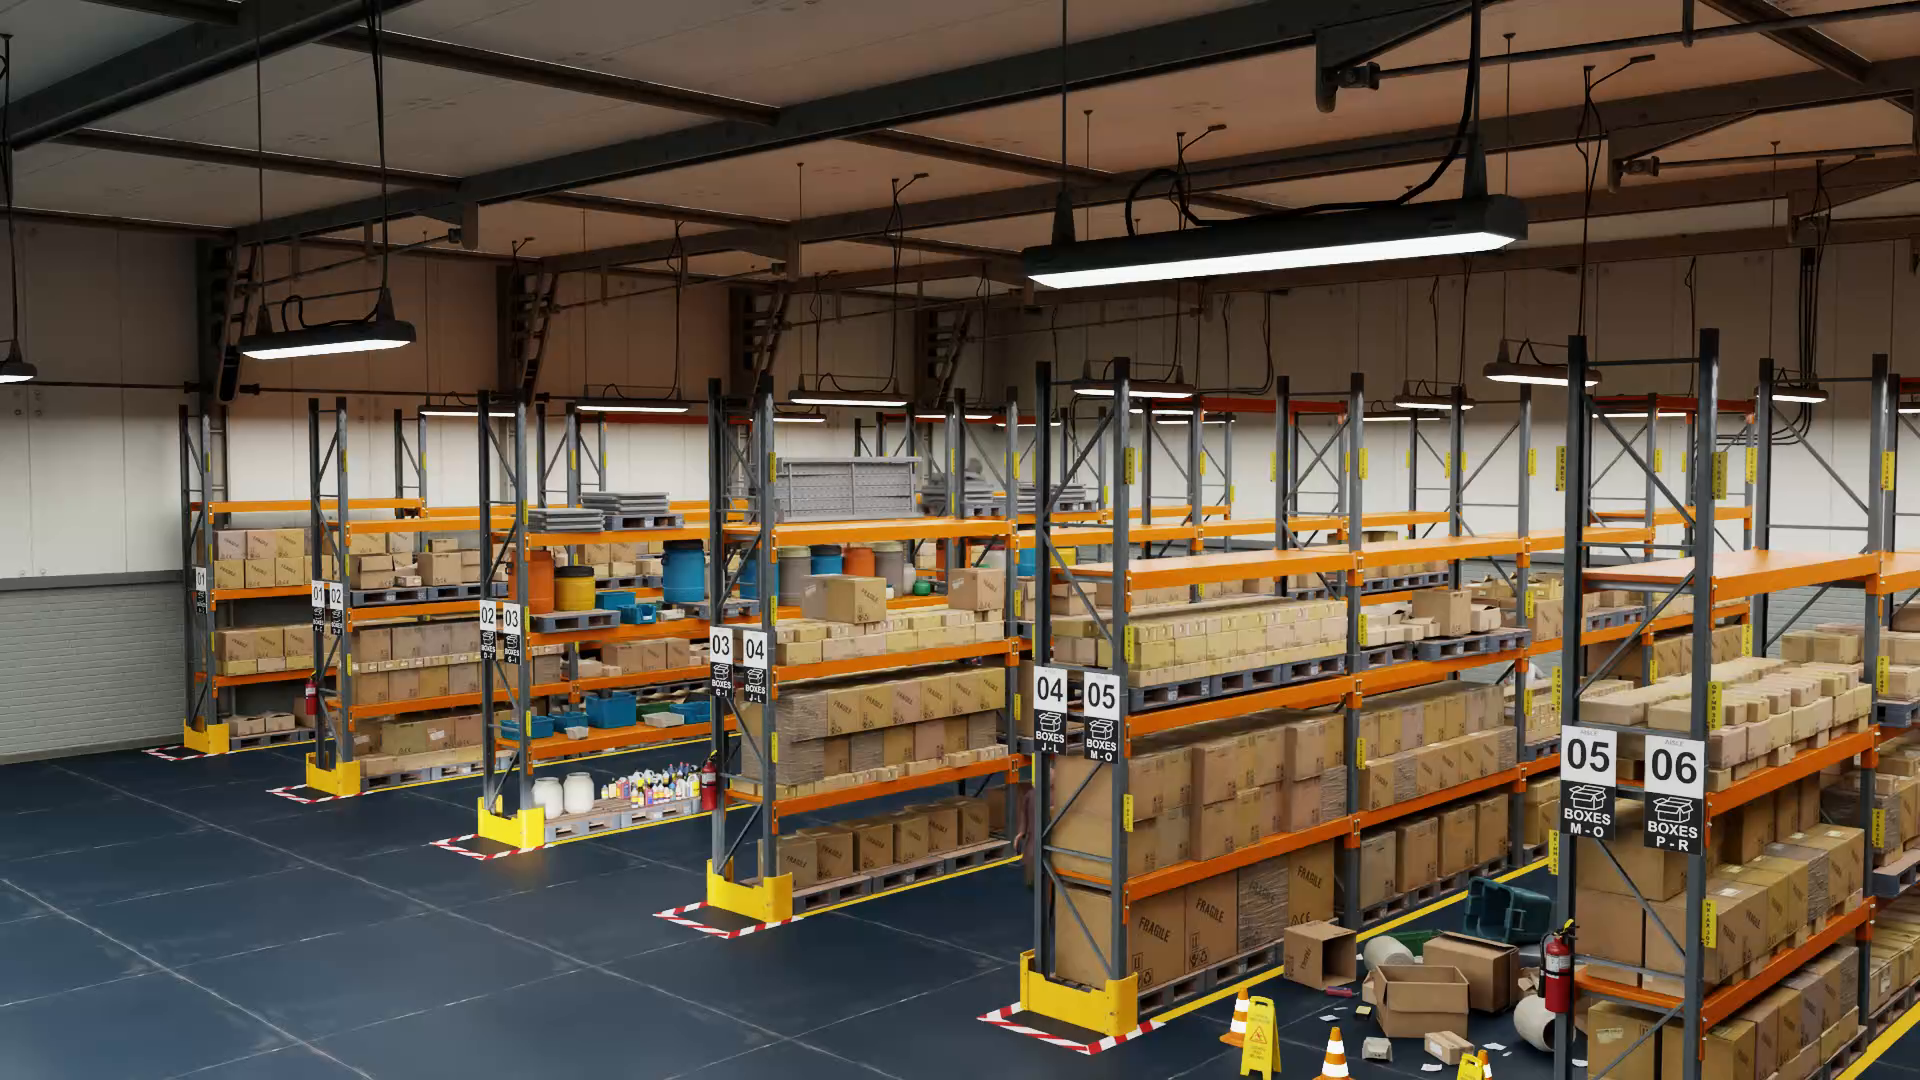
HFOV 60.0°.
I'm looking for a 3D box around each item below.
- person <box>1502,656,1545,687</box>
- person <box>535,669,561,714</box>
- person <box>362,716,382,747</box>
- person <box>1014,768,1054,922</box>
[{"bbox_3d":[9.985,2.760,29.095,0.970,1.719,0.803,1,3,12],"label":"person"},{"bbox_3d":[-7.629,2.858,30.521,0.582,1.420,0.486,2,4,34],"label":"person"},{"bbox_3d":[-9.716,2.913,27.379,0.625,1.683,0.661,2,4,35],"label":"person"},{"bbox_3d":[0.948,3.355,18.200,0.723,1.747,0.634,1,3,25],"label":"person"}]
